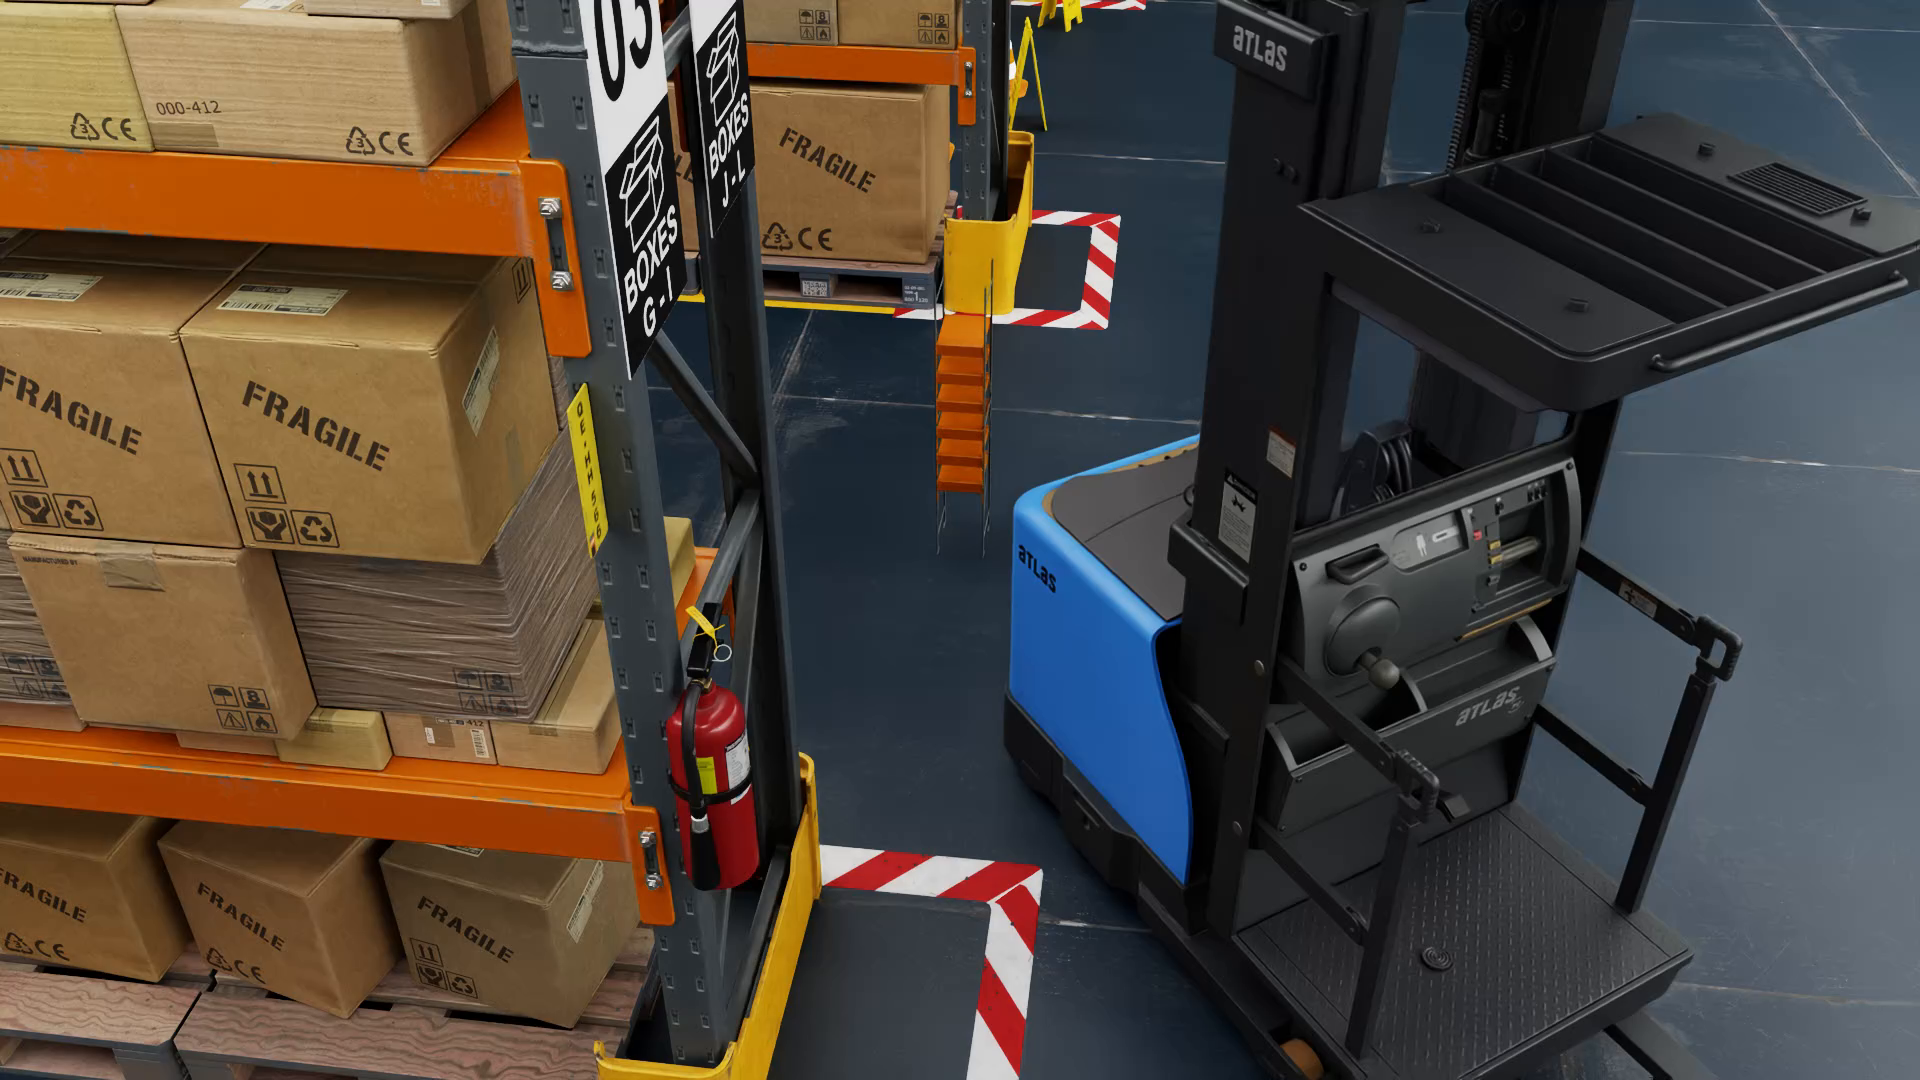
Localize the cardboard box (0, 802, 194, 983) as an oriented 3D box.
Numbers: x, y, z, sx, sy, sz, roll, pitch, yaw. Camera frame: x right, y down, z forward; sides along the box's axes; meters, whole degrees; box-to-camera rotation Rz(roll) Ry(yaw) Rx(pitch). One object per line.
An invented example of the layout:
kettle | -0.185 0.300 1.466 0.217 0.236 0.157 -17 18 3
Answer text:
cardboard box | -2.429 0.866 4.745 0.500 0.500 0.500 7 36 10

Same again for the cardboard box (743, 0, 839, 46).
cardboard box | -0.786 -2.784 7.940 0.550 0.550 0.875 4 36 6

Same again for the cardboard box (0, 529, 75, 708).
cardboard box | -2.140 -0.091 3.953 0.500 0.500 0.875 4 36 6

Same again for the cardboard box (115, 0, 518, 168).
cardboard box | -1.107 -0.892 2.965 0.500 0.250 0.500 5 36 7

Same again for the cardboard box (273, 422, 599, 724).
cardboard box | -1.138 -0.061 3.912 0.500 0.500 0.875 4 36 6

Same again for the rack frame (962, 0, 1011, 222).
rack frame | 0.136 -2.694 7.942 0.127 3.000 1.000 4 36 6

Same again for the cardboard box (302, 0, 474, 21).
cardboard box | -0.911 -1.006 2.781 0.250 0.149 0.380 4 36 6

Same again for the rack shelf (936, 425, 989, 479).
rack shelf | 0.014 -0.353 6.495 0.180 0.103 0.258 4 36 6

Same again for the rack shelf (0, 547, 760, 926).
rack shelf | -2.580 0.302 4.364 4.000 0.370 1.077 4 36 6

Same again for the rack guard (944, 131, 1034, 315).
rack guard | 0.160 -1.674 8.666 0.348 0.500 1.175 4 36 6

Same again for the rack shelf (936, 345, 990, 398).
rack shelf | 0.014 -0.646 6.286 0.180 0.103 0.258 4 36 6

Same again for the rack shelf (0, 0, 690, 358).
rack shelf | -2.580 -0.919 3.493 4.000 0.370 1.077 4 36 6

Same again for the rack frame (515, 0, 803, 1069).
rack frame | -0.596 0.157 3.948 0.127 3.000 1.000 4 36 6

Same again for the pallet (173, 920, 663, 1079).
pallet | -1.473 1.206 4.879 1.213 0.211 1.003 4 36 6

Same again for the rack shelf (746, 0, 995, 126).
rack shelf | -1.848 -2.549 8.358 4.000 0.370 1.077 4 36 6

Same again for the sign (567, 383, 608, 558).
sign | -0.687 -0.125 3.074 0.005 0.325 0.100 4 36 6

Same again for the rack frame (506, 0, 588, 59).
rack frame | -0.596 -2.285 2.205 0.127 3.000 1.000 4 36 6

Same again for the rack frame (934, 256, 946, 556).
rack frame | -0.076 -0.494 6.409 0.006 1.200 0.240 4 36 6

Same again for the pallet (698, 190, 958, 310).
pallet | -0.667 -1.573 8.772 1.213 0.211 1.003 4 36 6

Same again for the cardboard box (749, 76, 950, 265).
cardboard box | -0.545 -2.012 8.454 0.875 0.875 0.875 4 36 6

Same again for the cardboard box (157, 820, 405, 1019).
cardboard box | -1.811 0.923 4.665 0.500 0.500 0.500 14 38 18

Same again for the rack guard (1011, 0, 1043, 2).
rack guard | 0.591 -4.541 12.683 0.348 0.500 1.175 4 36 6

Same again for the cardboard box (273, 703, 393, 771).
cardboard box | -1.407 0.349 3.895 0.250 0.149 0.380 4 36 6

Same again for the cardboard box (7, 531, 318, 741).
cardboard box | -1.649 -0.029 3.867 0.500 0.500 0.875 4 36 6

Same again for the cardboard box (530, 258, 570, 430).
cardboard box | -1.107 -0.610 3.819 0.500 0.500 0.500 4 36 6

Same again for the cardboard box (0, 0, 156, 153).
cardboard box | -1.602 -0.928 3.015 0.500 0.250 0.500 4 36 6

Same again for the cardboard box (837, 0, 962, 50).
cardboard box | -0.238 -2.756 7.900 0.550 0.550 0.875 4 36 6

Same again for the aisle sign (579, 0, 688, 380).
aisle sign | -0.573 -0.724 2.944 0.004 0.787 0.394 4 36 6

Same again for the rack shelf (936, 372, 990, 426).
rack shelf | 0.014 -0.549 6.356 0.180 0.103 0.258 4 36 6

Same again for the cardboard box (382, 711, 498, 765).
cardboard box | -1.153 0.338 3.910 0.250 0.149 0.380 4 36 6

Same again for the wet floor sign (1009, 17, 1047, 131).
wet floor sign | 0.417 -2.874 10.221 0.232 0.644 0.267 -2 36 -2

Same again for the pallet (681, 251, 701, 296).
pallet | -1.874 -1.664 8.900 1.213 0.211 1.003 4 36 6

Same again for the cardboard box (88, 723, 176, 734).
cardboard box | -1.896 0.280 3.992 0.250 0.149 0.380 4 36 6

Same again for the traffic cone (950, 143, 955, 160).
traffic cone | -0.210 -2.518 9.880 0.334 0.463 0.336 4 36 6

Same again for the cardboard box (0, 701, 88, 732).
cardboard box | -2.147 0.274 4.000 0.250 0.149 0.380 4 36 6

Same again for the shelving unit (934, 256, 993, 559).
shelving unit | 0.014 -0.487 6.400 0.189 1.200 0.258 4 36 6

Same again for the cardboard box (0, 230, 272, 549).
cardboard box | -1.670 -0.344 3.447 0.500 0.500 0.500 4 36 6

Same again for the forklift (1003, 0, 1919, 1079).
forklift | 1.317 0.141 4.030 1.130 2.935 3.031 -18 39 -24

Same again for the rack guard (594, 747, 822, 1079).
rack guard | -0.671 1.169 4.682 0.348 0.500 1.175 4 36 6

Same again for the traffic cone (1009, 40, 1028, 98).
traffic cone | 0.271 -3.144 10.757 0.334 0.463 0.336 4 36 6

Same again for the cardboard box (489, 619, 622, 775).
cardboard box | -0.905 0.357 3.884 0.250 0.149 0.380 4 36 6

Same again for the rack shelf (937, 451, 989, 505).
rack shelf | 0.014 -0.256 6.565 0.180 0.103 0.258 4 36 6

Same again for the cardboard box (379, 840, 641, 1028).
cardboard box | -1.213 0.948 4.630 0.500 0.500 0.500 11 37 15

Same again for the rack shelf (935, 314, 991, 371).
rack shelf | 0.014 -0.744 6.217 0.180 0.103 0.258 4 36 6

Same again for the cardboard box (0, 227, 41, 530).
cardboard box | -2.165 -0.382 3.501 0.500 0.500 0.500 4 36 6

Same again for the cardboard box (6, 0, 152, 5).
cardboard box | -1.440 -1.050 2.843 0.250 0.149 0.380 3 36 4

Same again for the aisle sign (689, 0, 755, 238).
aisle sign | -0.496 -1.070 3.429 0.004 0.787 0.394 4 36 6

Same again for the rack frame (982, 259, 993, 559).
rack frame | 0.105 -0.481 6.390 0.006 1.200 0.240 4 36 6

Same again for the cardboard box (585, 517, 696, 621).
cardboard box | -0.848 0.101 4.243 0.250 0.149 0.380 4 36 6

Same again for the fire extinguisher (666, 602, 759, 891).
fire extinguisher | -0.541 0.462 3.587 0.183 0.674 0.296 4 36 6

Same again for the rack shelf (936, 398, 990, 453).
rack shelf | 0.014 -0.451 6.426 0.180 0.103 0.258 4 36 6

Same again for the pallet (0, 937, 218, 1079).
pallet | -2.679 1.114 5.007 1.213 0.211 1.003 4 36 6

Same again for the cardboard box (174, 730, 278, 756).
cardboard box | -1.653 0.322 3.933 0.250 0.149 0.380 4 36 6

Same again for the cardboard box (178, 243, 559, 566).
cardboard box | -1.173 -0.310 3.400 0.500 0.500 0.500 4 36 6

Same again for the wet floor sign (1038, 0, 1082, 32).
wet floor sign | 0.718 -3.964 11.749 0.232 0.644 0.267 17 39 22

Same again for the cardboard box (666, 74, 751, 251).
cardboard box | -1.418 -2.076 8.544 0.875 0.875 0.875 4 36 5
